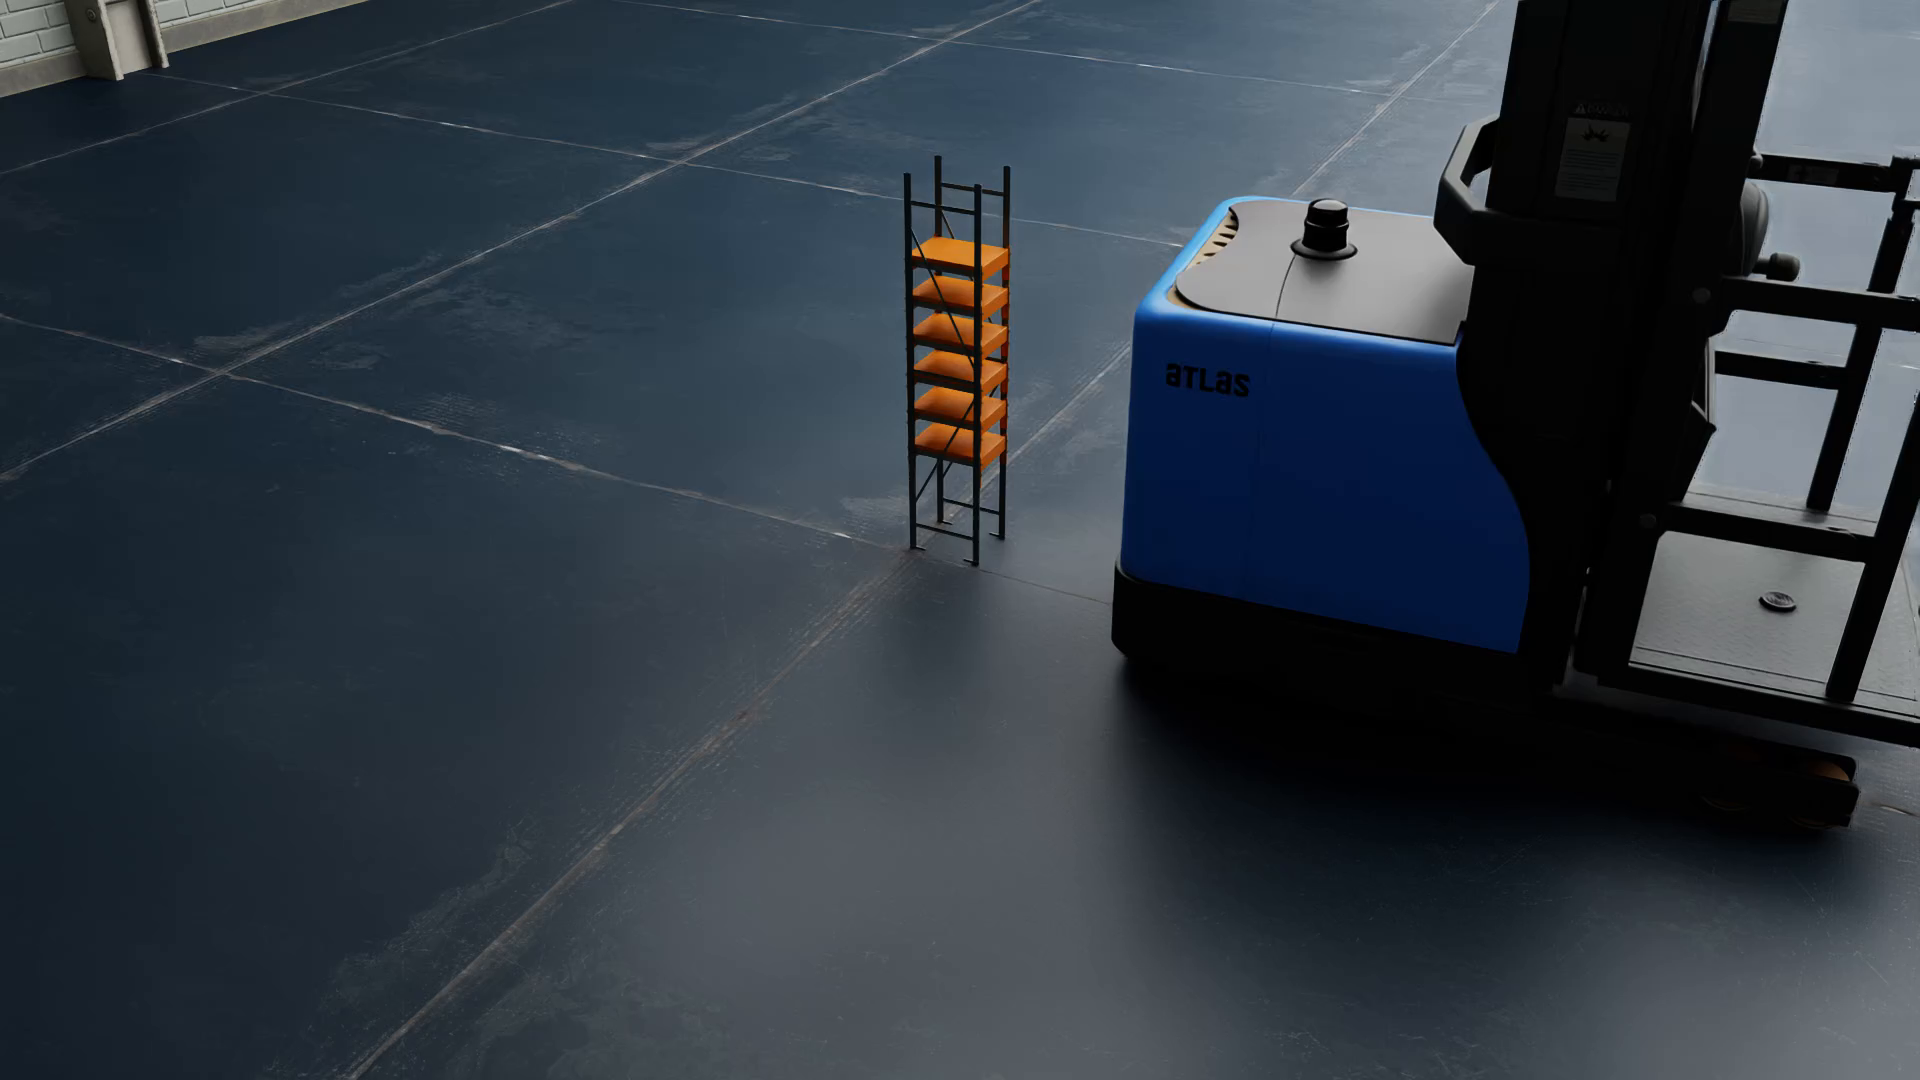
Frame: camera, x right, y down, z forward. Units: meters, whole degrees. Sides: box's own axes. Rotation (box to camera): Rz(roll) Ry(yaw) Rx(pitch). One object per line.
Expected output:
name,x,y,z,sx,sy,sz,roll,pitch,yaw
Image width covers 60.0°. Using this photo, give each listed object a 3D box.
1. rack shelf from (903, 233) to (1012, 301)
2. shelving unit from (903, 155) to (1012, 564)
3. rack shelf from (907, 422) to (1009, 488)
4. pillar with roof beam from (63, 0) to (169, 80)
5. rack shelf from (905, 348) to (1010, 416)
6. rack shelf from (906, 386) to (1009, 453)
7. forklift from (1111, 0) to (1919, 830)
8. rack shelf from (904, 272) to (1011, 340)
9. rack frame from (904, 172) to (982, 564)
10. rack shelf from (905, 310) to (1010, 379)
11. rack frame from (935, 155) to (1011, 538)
rack shelf,-0.007,-0.788,4.783,0.258,0.103,0.180,14,33,23
shelving unit,-0.007,-0.514,4.940,0.258,1.200,0.189,14,33,23
rack shelf,-0.007,-0.267,5.082,0.258,0.103,0.180,14,33,23
pillar with roof beam,-1.348,-5.845,6.392,9.100,9.000,0.400,14,33,23
rack shelf,-0.007,-0.475,4.962,0.258,0.103,0.180,14,33,23
rack shelf,-0.007,-0.371,5.022,0.258,0.103,0.180,14,33,23
forklift,1.991,-0.871,3.823,3.031,2.935,1.130,11,32,18
rack shelf,-0.007,-0.683,4.843,0.258,0.103,0.180,14,33,23
rack frame,-0.048,-0.473,4.869,0.240,1.200,0.006,14,33,23
rack shelf,-0.007,-0.579,4.902,0.258,0.103,0.180,14,33,23
rack frame,0.035,-0.554,5.011,0.240,1.200,0.006,14,33,23
